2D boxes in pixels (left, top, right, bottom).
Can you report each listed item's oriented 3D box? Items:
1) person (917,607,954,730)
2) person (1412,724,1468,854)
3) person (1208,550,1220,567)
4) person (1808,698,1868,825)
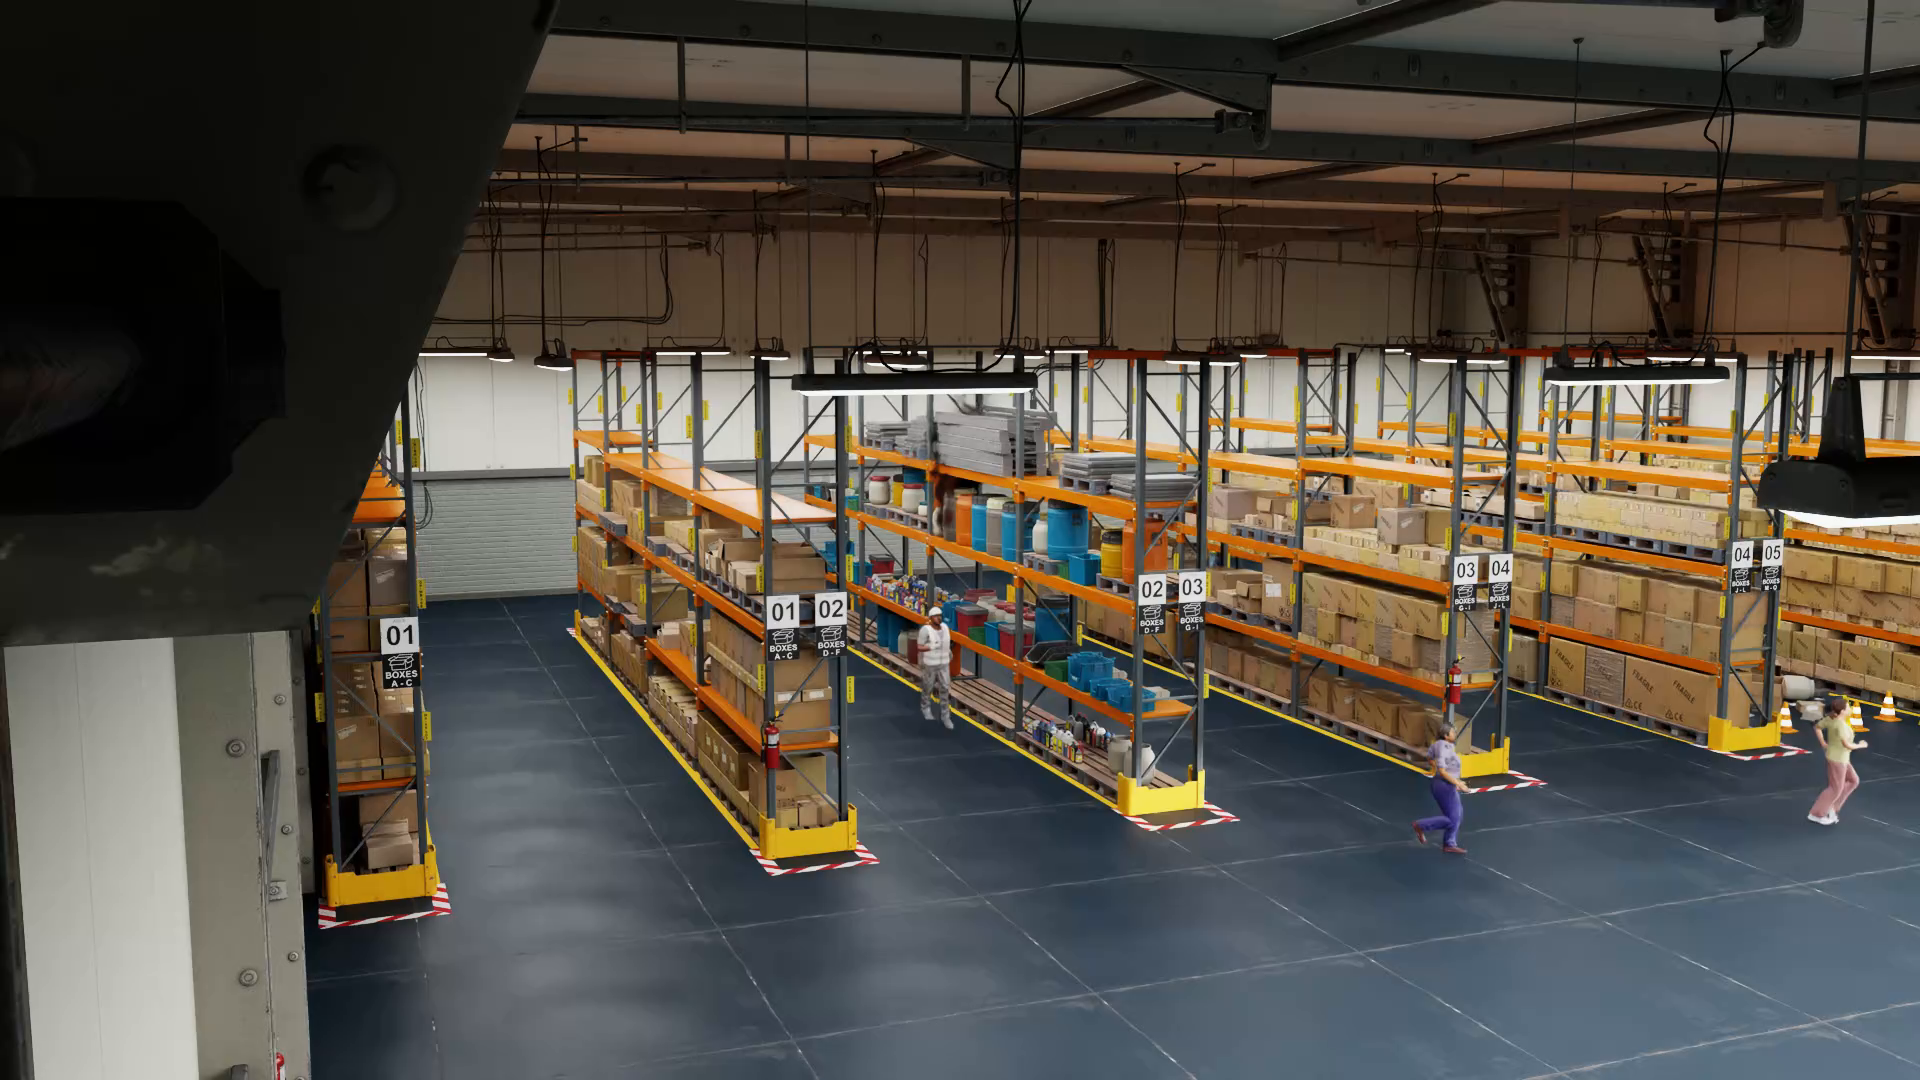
[{"bbox_3d":[-0.367,1.958,25.709,0.664,1.863,0.739,-4,8,-26],"label":"person"},{"bbox_3d":[5.867,3.034,20.272,0.676,1.623,0.617,1,7,5],"label":"person"},{"bbox_3d":[6.372,0.316,41.485,0.606,1.722,0.749,-3,8,-26],"label":"person"},{"bbox_3d":[11.291,2.850,21.369,0.638,1.669,0.612,2,7,14],"label":"person"}]
